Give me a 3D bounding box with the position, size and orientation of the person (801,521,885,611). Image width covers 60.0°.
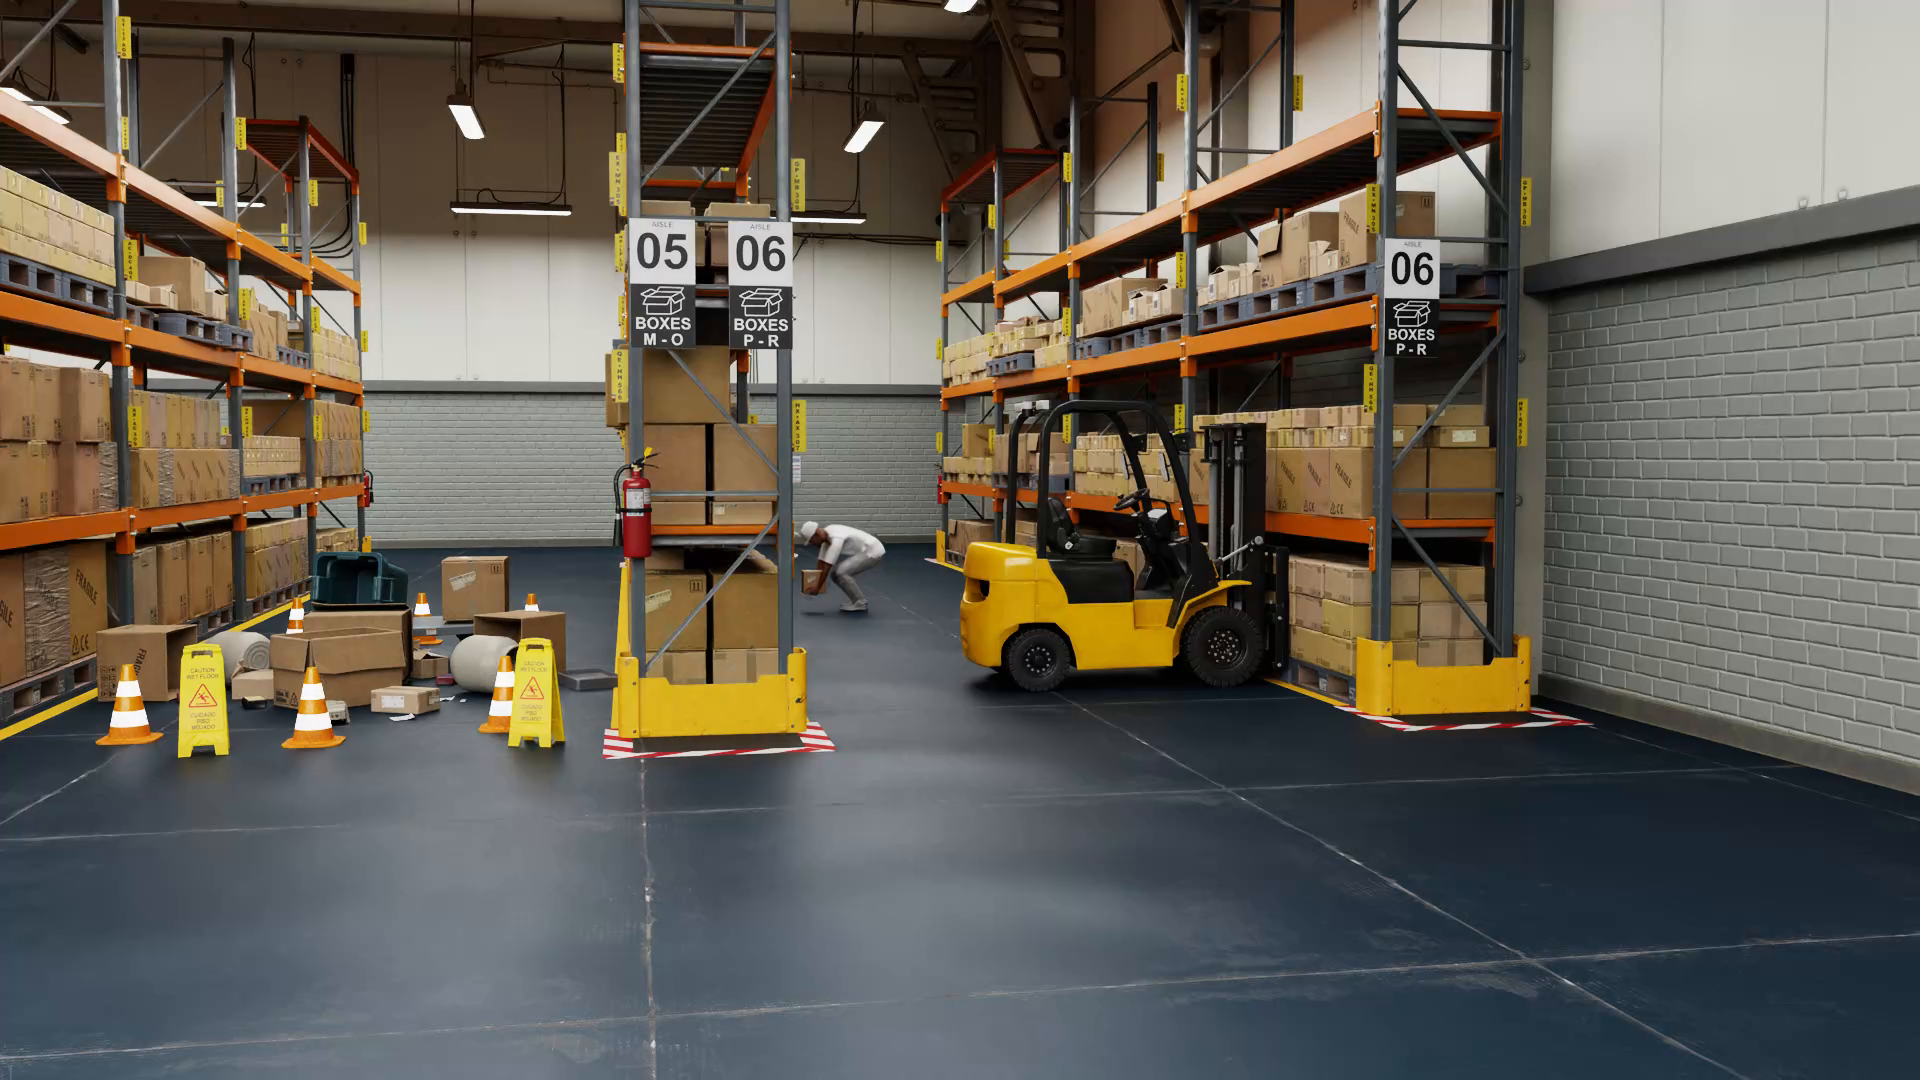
[{"bbox_3d":[-1.311,0.291,18.592,0.946,1.009,0.524,-1,3,-13],"label":"person"}]
